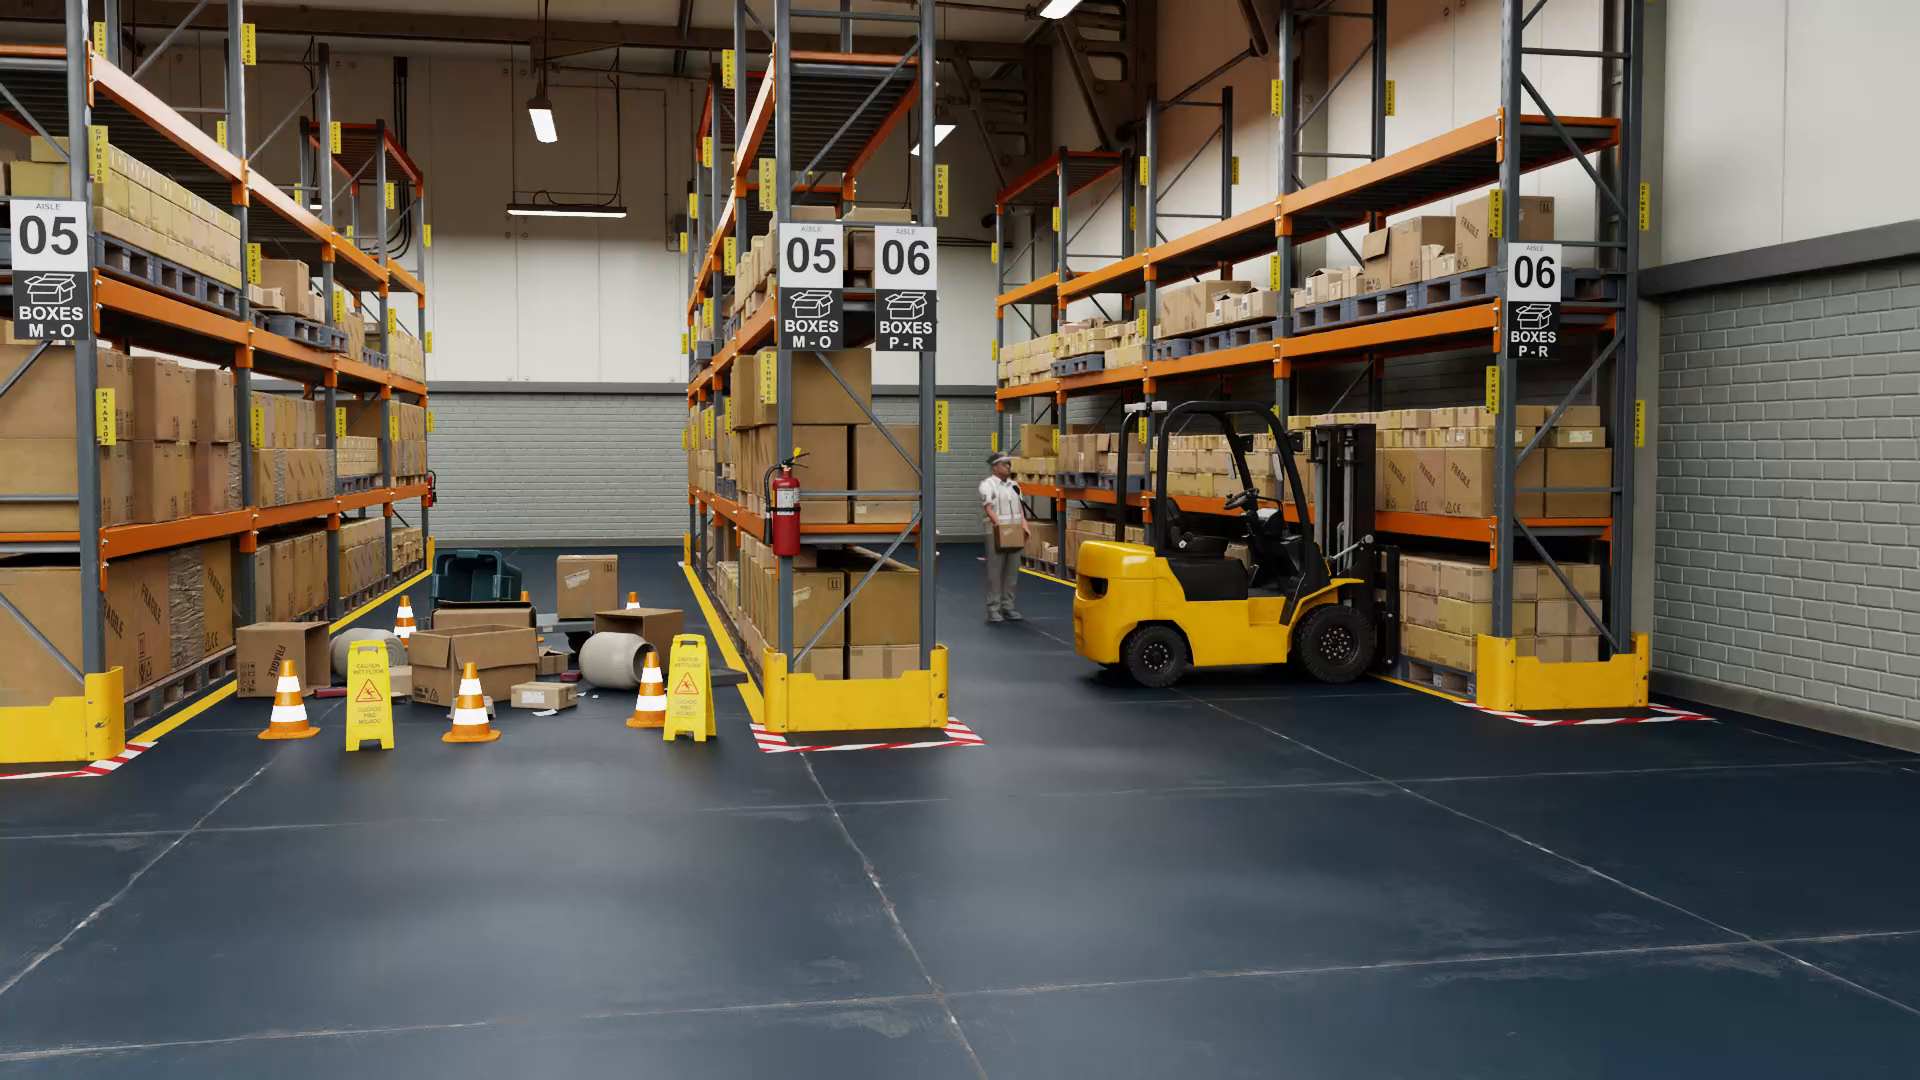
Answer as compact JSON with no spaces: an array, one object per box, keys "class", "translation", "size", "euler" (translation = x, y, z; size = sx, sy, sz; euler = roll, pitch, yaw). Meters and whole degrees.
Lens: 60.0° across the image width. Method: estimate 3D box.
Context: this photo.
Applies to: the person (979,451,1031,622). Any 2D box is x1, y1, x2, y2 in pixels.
[{"class":"person","translation":[0.468,-0.048,17.576],"size":[0.572,1.789,0.518],"euler":[-3,4,-40]}]
